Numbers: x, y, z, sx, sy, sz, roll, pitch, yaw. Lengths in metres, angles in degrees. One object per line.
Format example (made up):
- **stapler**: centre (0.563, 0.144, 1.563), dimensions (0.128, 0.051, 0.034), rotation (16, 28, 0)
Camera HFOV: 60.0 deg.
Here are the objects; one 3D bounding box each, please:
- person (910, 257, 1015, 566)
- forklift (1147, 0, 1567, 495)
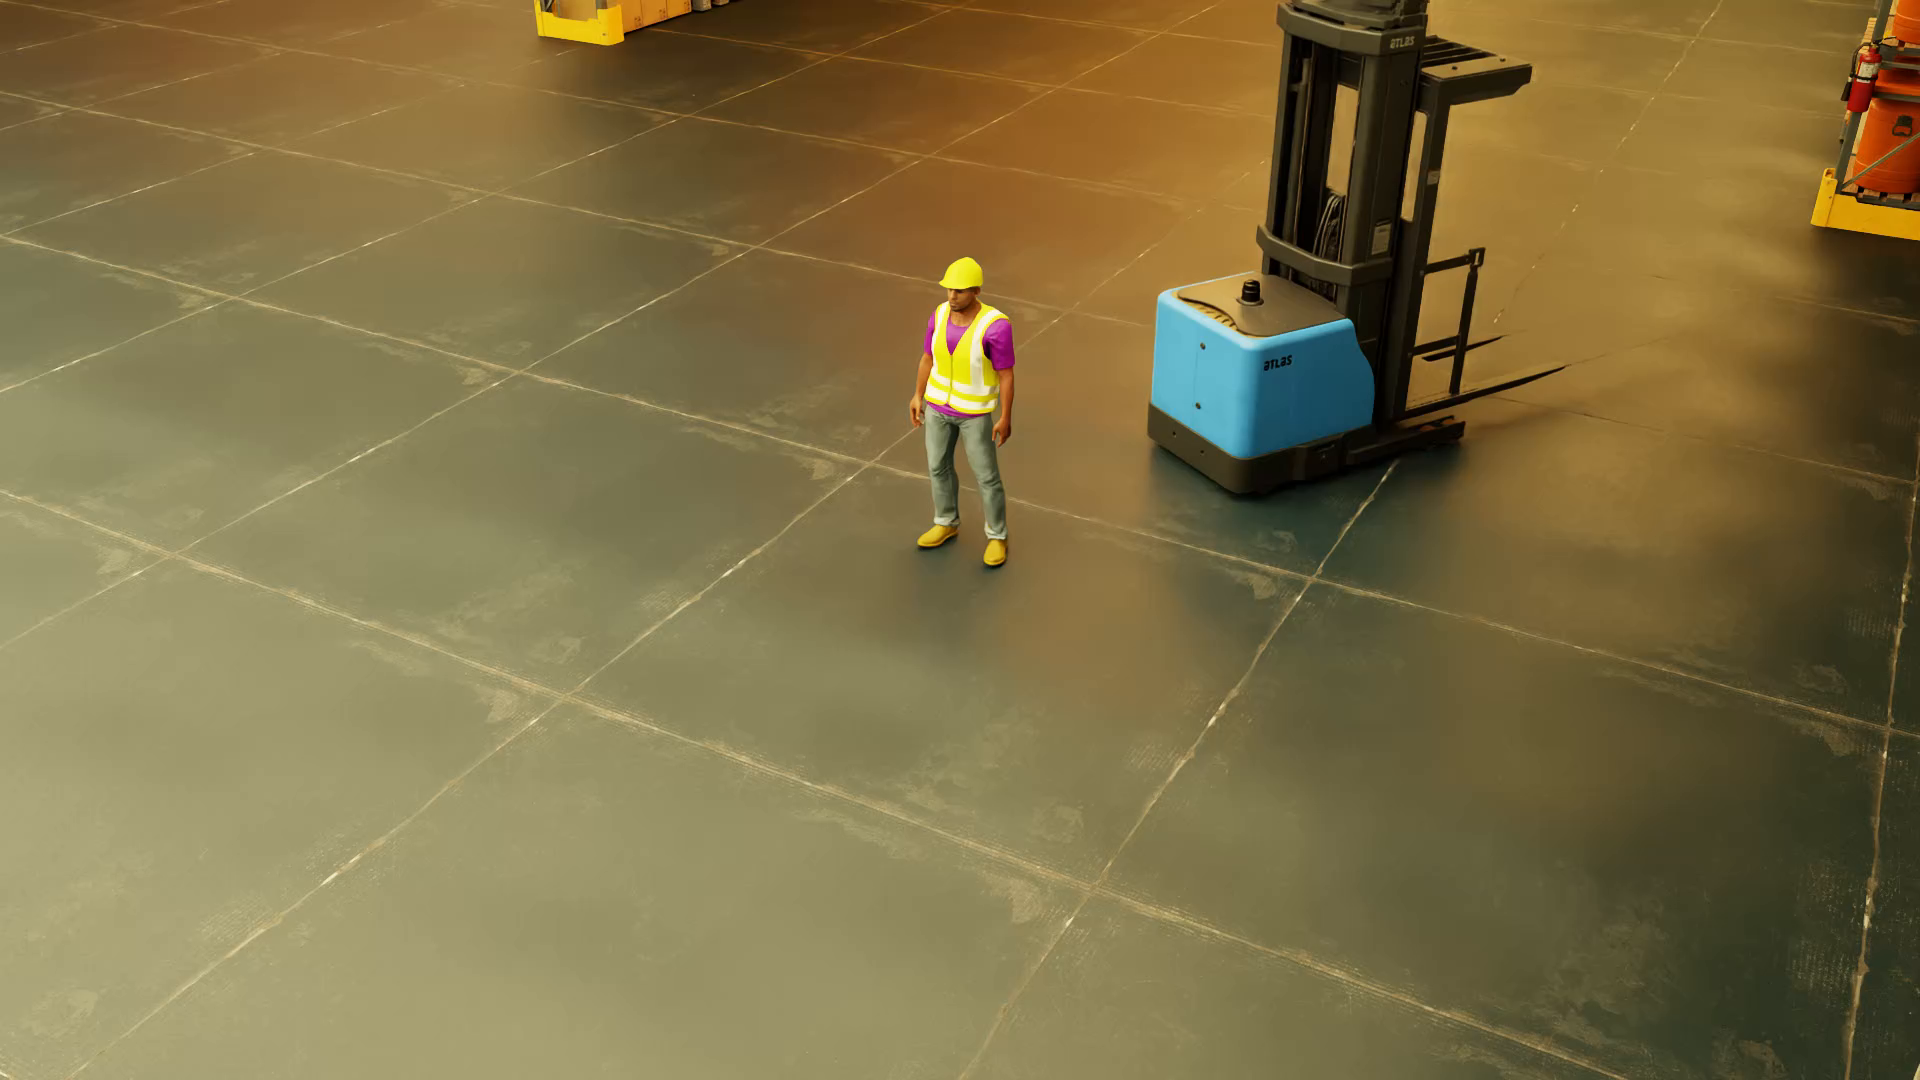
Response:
- **person**: centre (0.020, -0.757, 9.549), dimensions (0.677, 1.769, 0.424), rotation (15, 33, 25)
- **forklift**: centre (2.783, -2.078, 10.672), dimensions (3.031, 2.935, 1.130), rotation (-16, 34, -25)
